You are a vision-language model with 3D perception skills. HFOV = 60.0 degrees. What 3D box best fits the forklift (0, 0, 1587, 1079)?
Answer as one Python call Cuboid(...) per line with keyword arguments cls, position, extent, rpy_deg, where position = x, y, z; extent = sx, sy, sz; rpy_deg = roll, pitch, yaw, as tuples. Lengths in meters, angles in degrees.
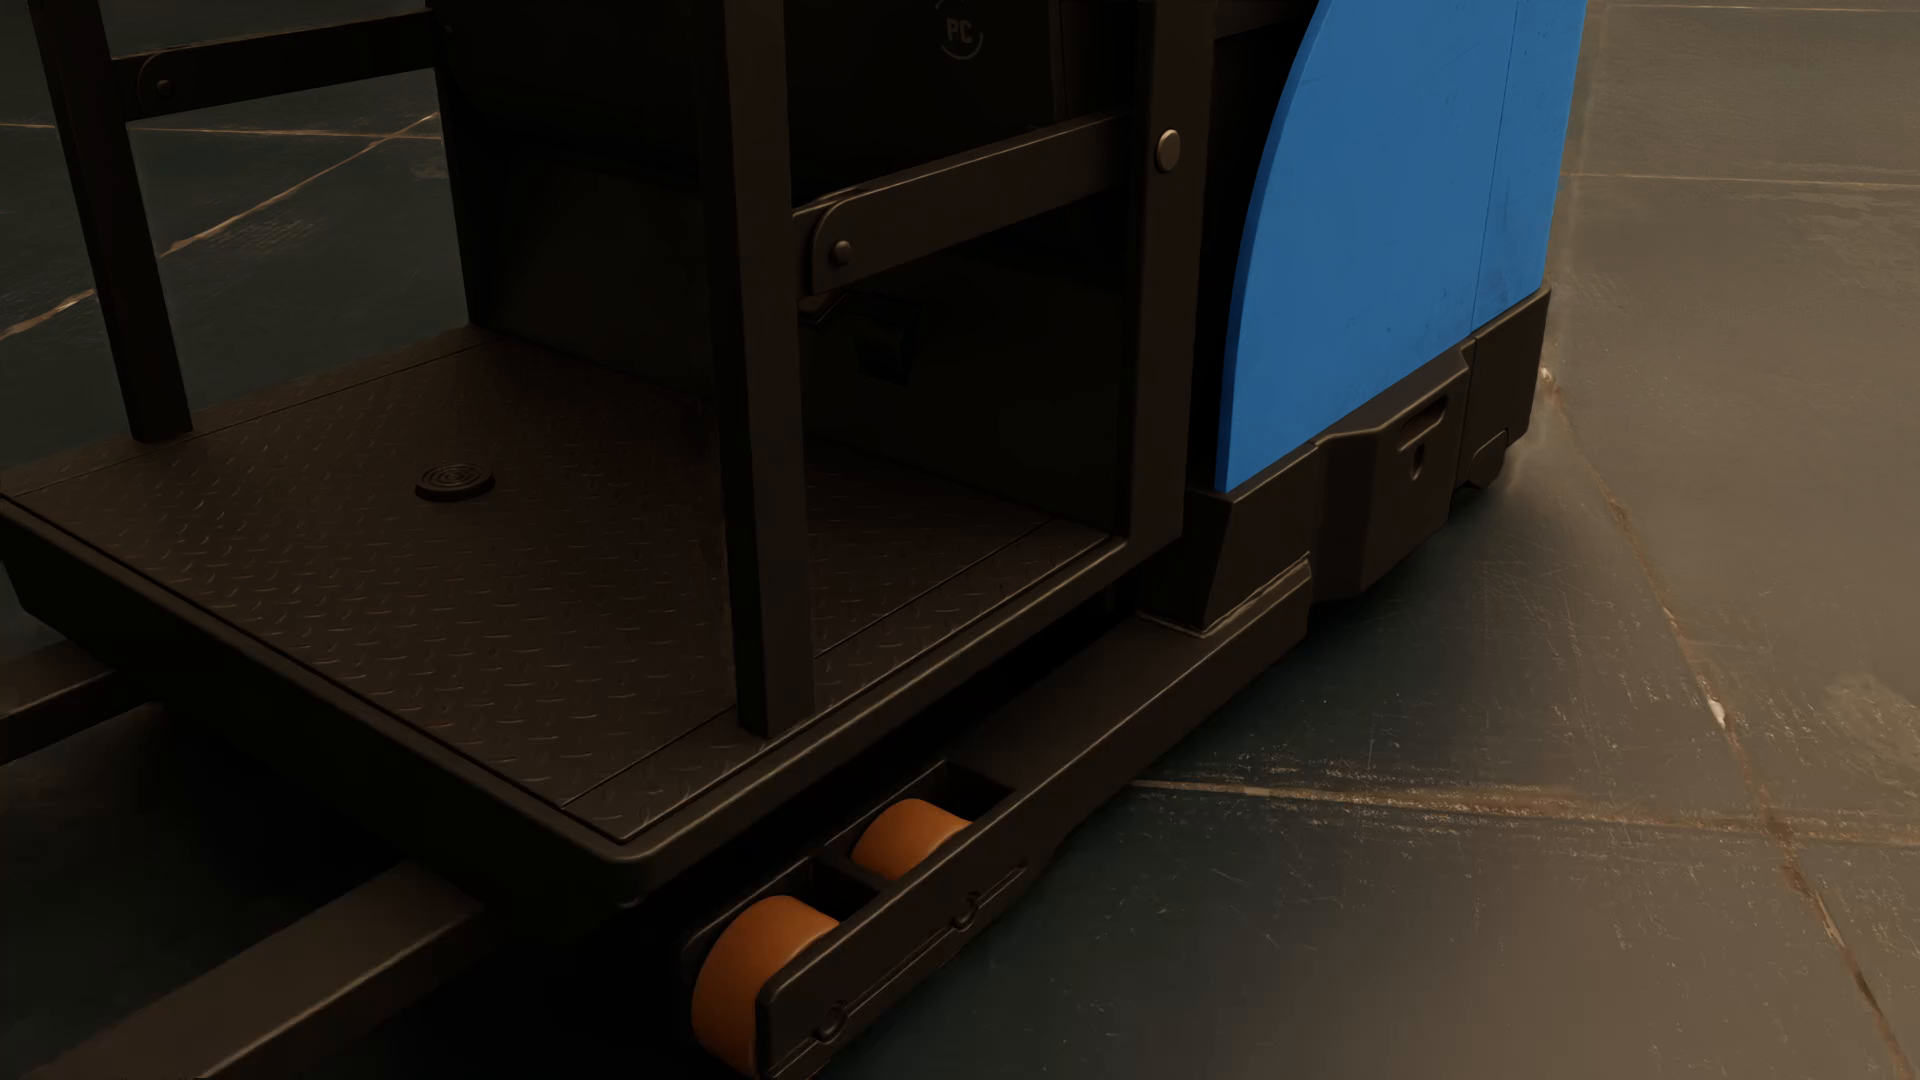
Cuboid(cls="forklift", position=(-0.377, -1.068, 1.357), extent=(1.130, 2.935, 3.031), rpy_deg=(19, 32, 34))
